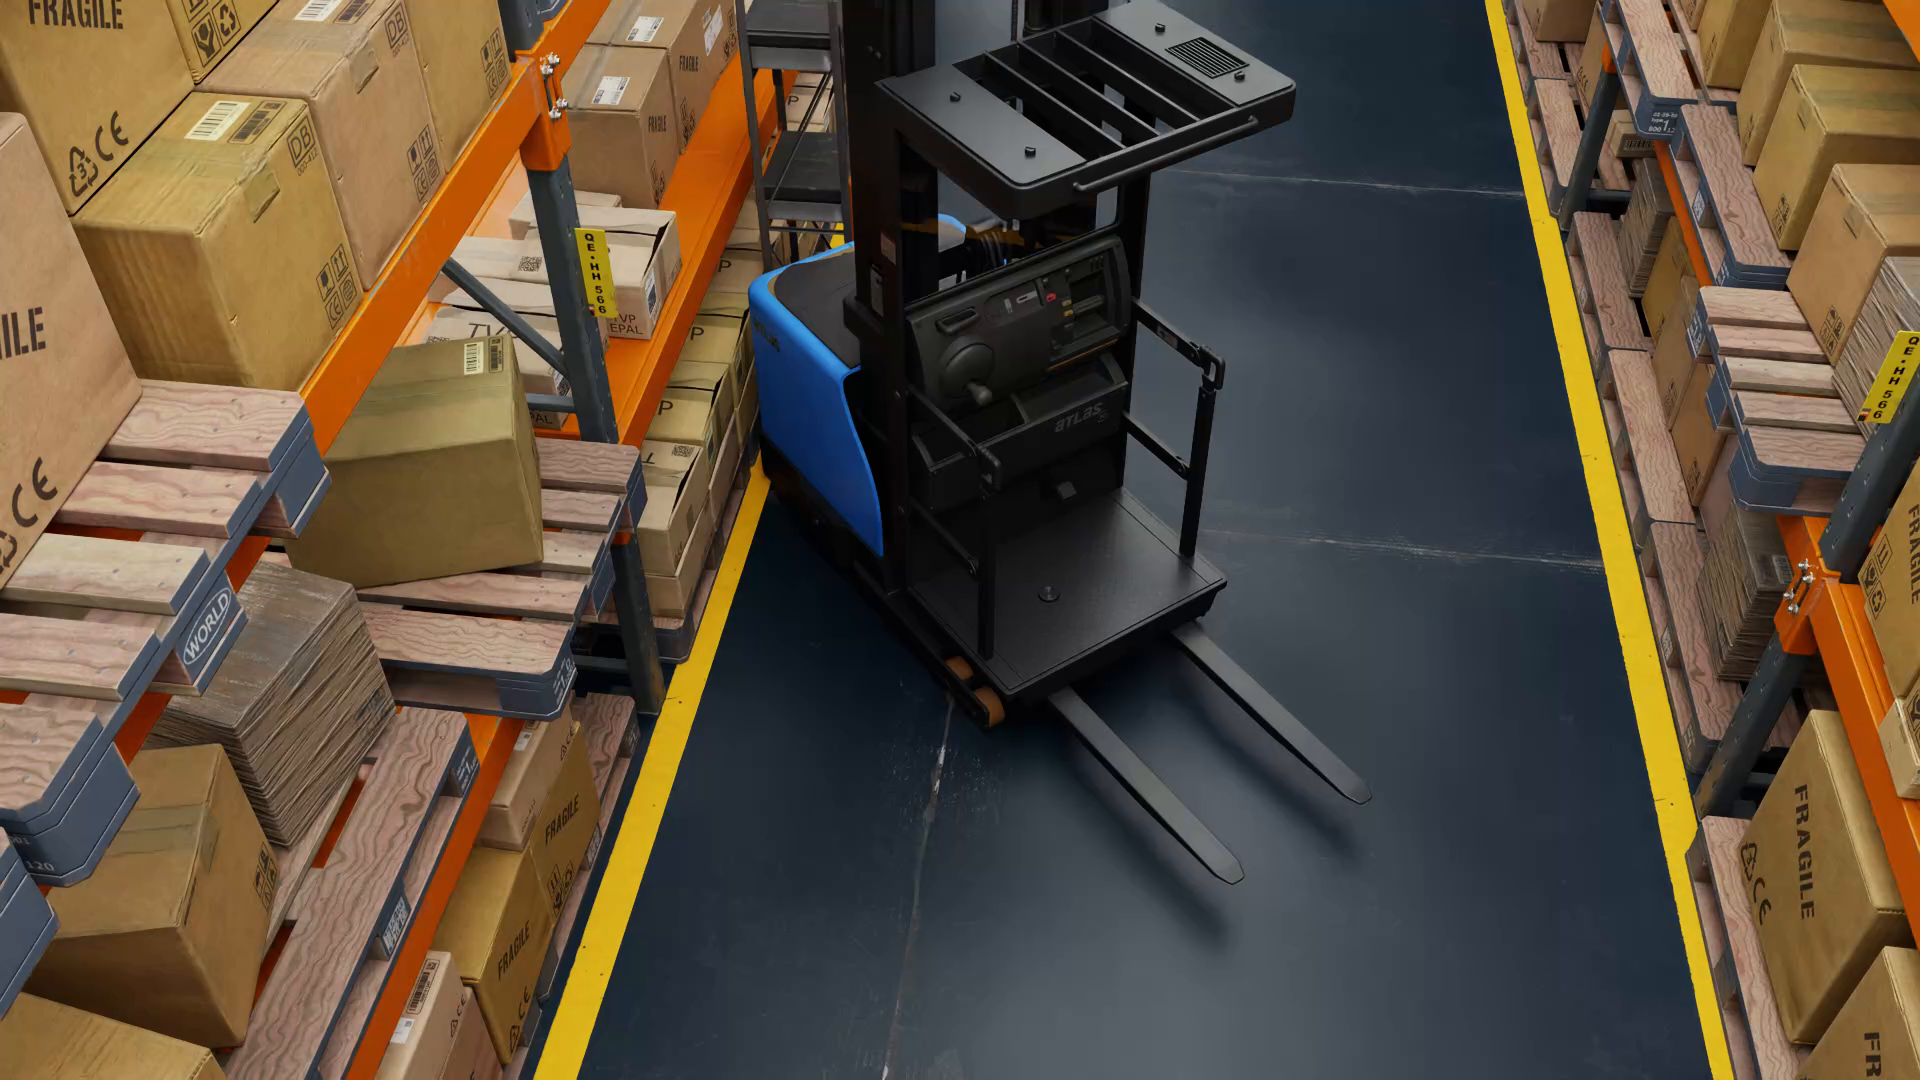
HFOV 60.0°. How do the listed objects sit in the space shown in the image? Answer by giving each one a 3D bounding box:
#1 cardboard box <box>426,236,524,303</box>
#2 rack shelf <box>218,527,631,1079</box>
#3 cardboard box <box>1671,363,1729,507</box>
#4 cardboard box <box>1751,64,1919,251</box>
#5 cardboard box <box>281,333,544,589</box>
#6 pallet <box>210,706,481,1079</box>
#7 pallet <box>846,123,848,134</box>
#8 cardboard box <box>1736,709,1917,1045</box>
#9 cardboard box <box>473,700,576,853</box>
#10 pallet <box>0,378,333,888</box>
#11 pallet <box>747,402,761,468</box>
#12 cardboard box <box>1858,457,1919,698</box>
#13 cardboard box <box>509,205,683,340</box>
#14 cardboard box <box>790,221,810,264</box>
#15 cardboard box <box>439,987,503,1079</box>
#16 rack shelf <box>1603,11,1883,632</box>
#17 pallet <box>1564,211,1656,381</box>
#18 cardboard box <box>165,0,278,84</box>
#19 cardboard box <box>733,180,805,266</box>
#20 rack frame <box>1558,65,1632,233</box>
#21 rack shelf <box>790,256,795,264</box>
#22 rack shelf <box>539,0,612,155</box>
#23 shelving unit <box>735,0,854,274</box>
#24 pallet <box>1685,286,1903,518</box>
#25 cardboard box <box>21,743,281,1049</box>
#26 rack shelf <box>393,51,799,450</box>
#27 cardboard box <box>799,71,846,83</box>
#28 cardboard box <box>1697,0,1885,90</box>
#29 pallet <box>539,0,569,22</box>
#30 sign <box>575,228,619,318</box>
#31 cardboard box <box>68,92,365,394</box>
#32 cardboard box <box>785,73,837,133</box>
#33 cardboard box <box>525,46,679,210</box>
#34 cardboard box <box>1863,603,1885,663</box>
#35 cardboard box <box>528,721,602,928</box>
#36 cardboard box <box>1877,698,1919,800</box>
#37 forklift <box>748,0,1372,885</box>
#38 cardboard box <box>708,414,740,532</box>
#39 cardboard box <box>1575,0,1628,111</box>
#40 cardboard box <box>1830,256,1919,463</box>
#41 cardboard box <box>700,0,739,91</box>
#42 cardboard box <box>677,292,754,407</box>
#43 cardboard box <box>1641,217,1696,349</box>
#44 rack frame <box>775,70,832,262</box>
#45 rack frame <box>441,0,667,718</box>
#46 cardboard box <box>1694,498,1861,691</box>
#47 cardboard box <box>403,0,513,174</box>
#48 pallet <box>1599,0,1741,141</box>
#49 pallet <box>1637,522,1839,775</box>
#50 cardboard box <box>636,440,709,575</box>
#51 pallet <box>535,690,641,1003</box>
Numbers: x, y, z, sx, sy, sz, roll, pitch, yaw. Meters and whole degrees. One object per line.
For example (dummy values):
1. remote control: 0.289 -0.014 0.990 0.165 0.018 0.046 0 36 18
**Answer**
1. cardboard box: -1.827 -1.027 6.358 0.380 0.149 0.250 5 44 6
2. rack shelf: -1.937 1.144 4.405 1.077 0.370 4.000 5 44 6
3. cardboard box: 3.503 -0.461 7.076 0.700 0.500 0.500 5 44 5
4. cardboard box: 3.433 -1.401 6.177 0.700 0.500 0.500 5 44 6
5. cardboard box: -1.644 -0.229 4.954 0.700 0.500 0.500 -8 44 -9
6. pallet: -1.925 0.916 4.263 1.003 0.211 1.213 5 44 6
7. pallet: -0.997 -2.732 10.003 1.003 0.211 1.213 5 44 6
8. cardboard box: 3.011 1.085 5.202 0.750 0.750 0.750 5 44 5
9. cardboard box: -1.567 0.693 5.311 0.500 0.250 0.500 7 44 7
10. pallet: -1.911 0.080 2.961 1.213 0.211 1.003 5 44 6
11. pallet: -1.361 -0.854 8.020 1.003 0.211 1.213 5 44 6
12. cardboard box: 2.921 0.124 4.656 0.500 0.500 0.500 6 44 7
13. cardboard box: -1.362 -1.039 6.253 0.500 0.311 0.500 5 44 5
14. cardboard box: -1.047 -1.358 8.219 0.500 0.250 0.500 6 44 6
15. cardboard box: -1.695 1.638 4.859 0.500 0.500 0.500 4 44 4
16. rack shelf: 3.503 -1.134 6.811 1.077 0.370 4.000 5 44 6
17. pallet: 3.666 -1.215 8.402 1.003 0.211 1.213 5 44 6
18. cardboard box: -1.804 -1.324 3.507 0.500 0.500 0.500 5 44 6
19. cardboard box: -1.044 -1.566 8.031 0.500 0.311 0.500 5 44 5
20. rack frame: 3.767 -2.758 8.003 1.000 3.000 0.127 5 44 6
21. rack shelf: -0.621 -0.967 7.797 0.431 0.518 0.480 4 43 6
22. rack shelf: -1.408 -2.671 6.253 1.077 0.370 4.000 5 44 6
23. shelving unit: -0.630 -1.489 7.310 0.431 2.100 0.503 4 43 6
24. pallet: 3.227 -0.458 5.714 1.213 0.211 1.003 5 44 6
25. cardboard box: -2.029 0.848 3.817 0.700 0.500 0.500 -5 44 -5
26. rack shelf: -1.408 -1.582 7.284 1.077 0.370 4.000 5 44 6
27. cardboard box: -0.772 -2.920 9.323 0.500 0.500 0.500 5 44 6
28. cardboard box: 3.585 -2.230 7.053 0.700 0.500 0.500 9 44 10
29. pallet: -1.671 -1.971 5.128 1.213 0.211 1.003 7 44 7
30. sign: -1.133 -0.829 5.181 0.100 0.325 0.005 5 44 6
31. cardboard box: -1.833 -0.603 3.473 0.910 0.500 0.500 5 44 6
32. cardboard box: -0.913 -2.262 8.766 0.500 0.311 0.500 5 44 6
33. cardboard box: -1.467 -1.661 6.772 0.500 0.500 0.500 3 44 3
34. cardboard box: 2.965 0.255 4.989 0.380 0.149 0.250 5 44 5
35. cardboard box: -1.563 0.927 5.610 0.500 0.500 0.500 7 44 7
36. cardboard box: 2.804 0.600 4.626 0.380 0.149 0.250 6 44 7
37. forklift: 0.354 -0.709 5.889 1.130 2.935 3.031 -25 49 -24
38. cardboard box: -1.246 -0.307 7.109 0.500 0.250 0.500 4 44 4
39. cardboard box: 3.865 -2.721 9.463 0.500 0.500 0.500 2 43 2
40. cardboard box: 3.291 -0.549 5.278 0.700 0.500 0.500 1 43 1
41. cardboard box: -1.331 -2.361 7.512 0.500 0.500 0.500 8 44 9
42. cardboard box: -1.181 -0.874 7.300 0.500 0.311 0.500 4 44 4
43. cardboard box: 3.668 -1.150 7.804 0.700 0.500 0.500 4 44 5
44. rack frame: -0.599 -1.654 7.487 0.400 2.100 0.015 4 43 6
45. rack frame: -1.672 -0.480 5.597 1.000 3.000 0.127 5 44 6
46. cardboard box: 3.282 0.220 6.356 0.700 0.500 0.500 6 44 6
47. cardboard box: -1.697 -1.305 4.214 0.910 0.500 0.500 5 44 6
48. pallet: 3.522 -2.181 7.533 1.003 0.211 1.213 5 44 6
49. pallet: 3.343 0.448 6.645 1.003 0.211 1.213 5 44 6
50. cardboard box: -1.312 -0.168 6.554 0.500 0.311 0.500 7 44 7
51. pallet: -1.808 1.038 6.022 1.003 0.211 1.213 5 44 6
